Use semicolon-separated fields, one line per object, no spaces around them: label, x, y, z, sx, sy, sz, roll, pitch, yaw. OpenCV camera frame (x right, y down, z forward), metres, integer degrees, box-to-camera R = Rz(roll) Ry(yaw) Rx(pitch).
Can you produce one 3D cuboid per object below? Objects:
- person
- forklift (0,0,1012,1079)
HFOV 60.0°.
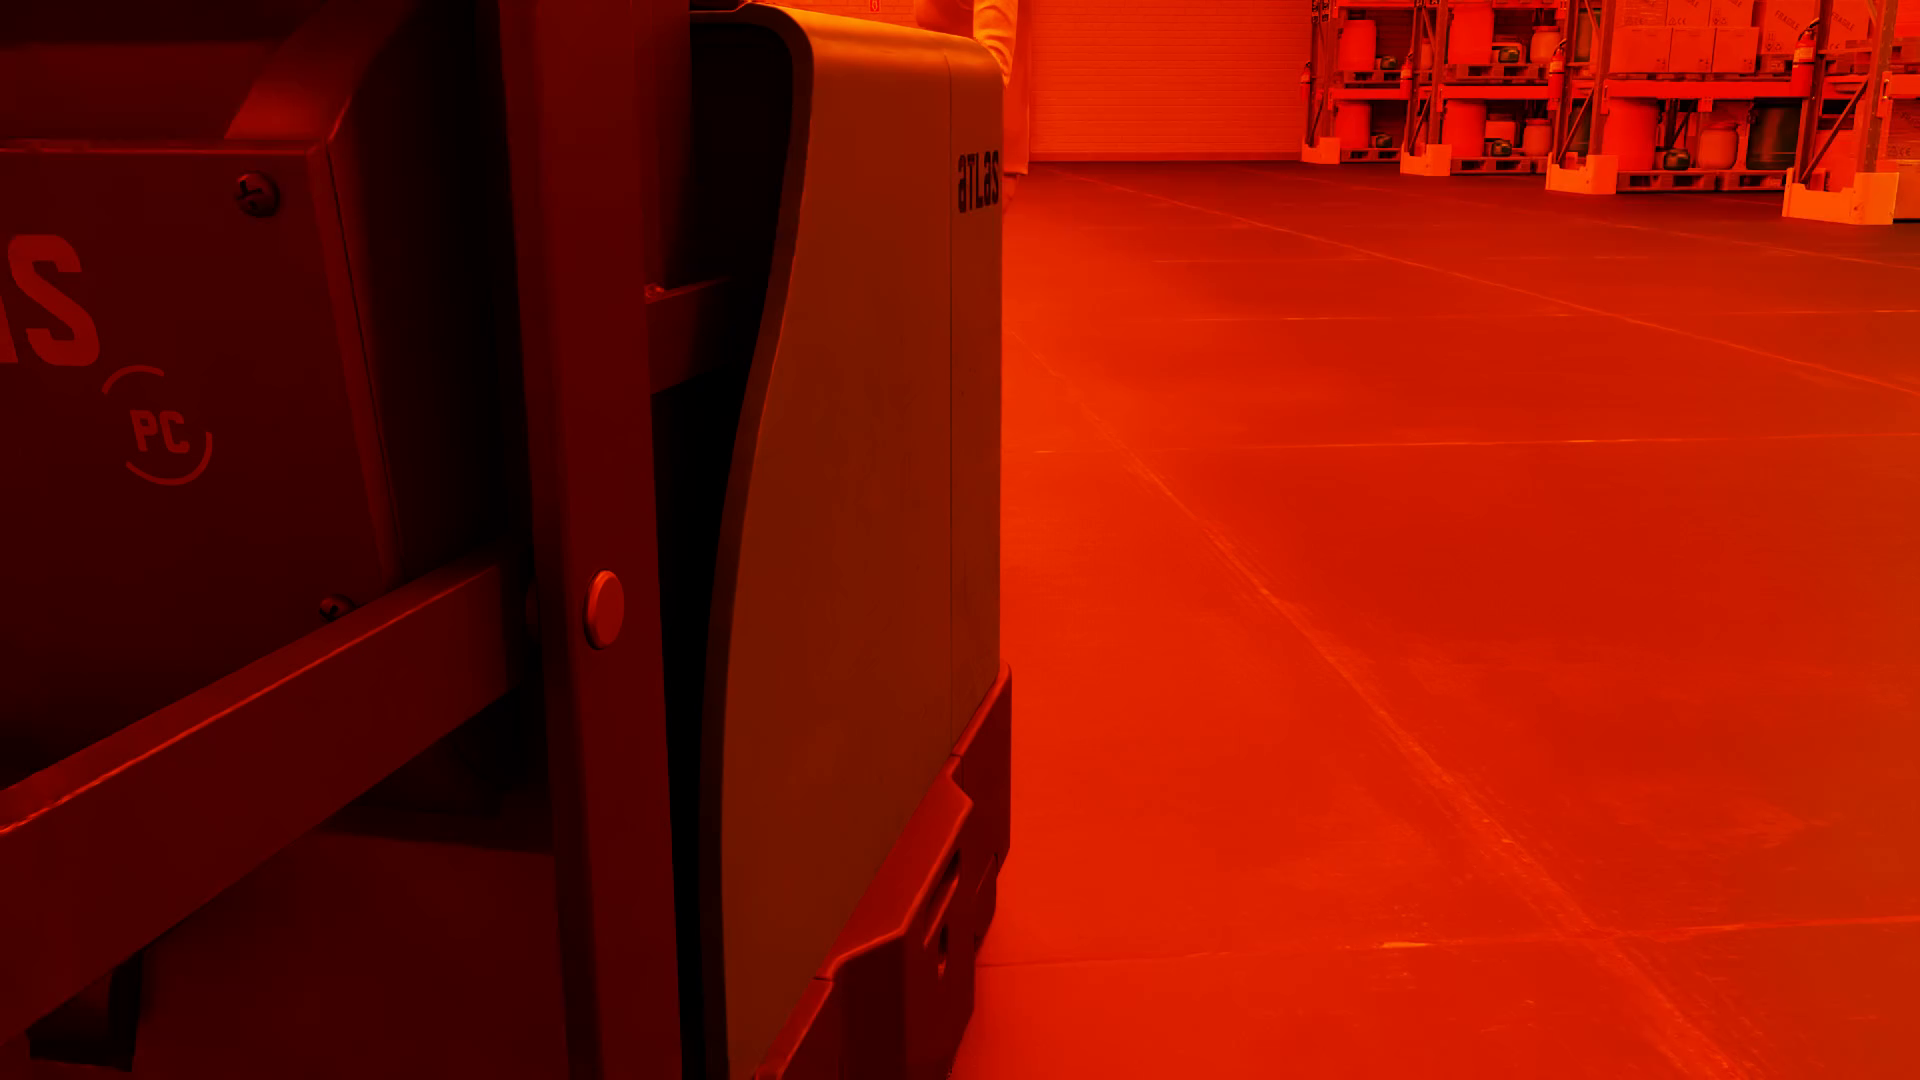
person;-0.076;-0.821;3.727;0.472;1.599;0.520;-1;15;-5
forklift;-0.761;-0.628;0.558;1.130;2.935;3.031;3;15;12
